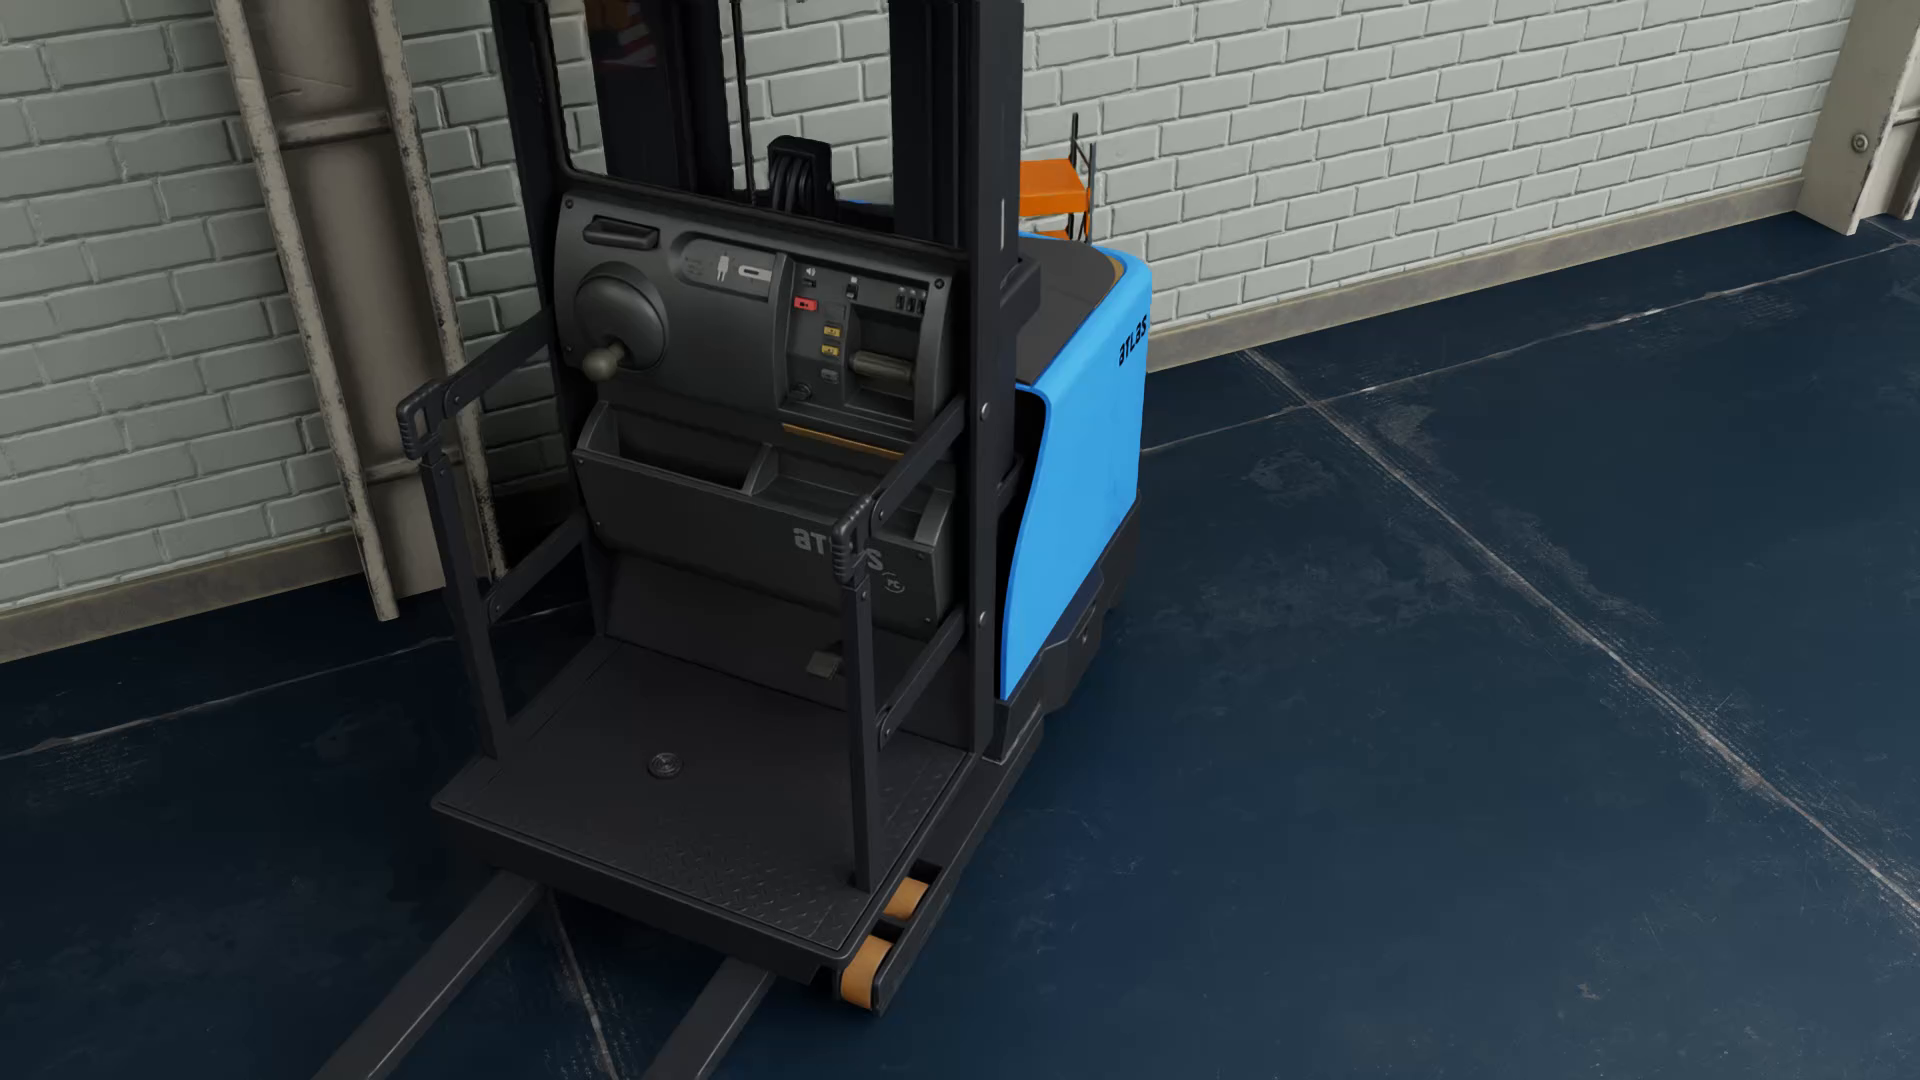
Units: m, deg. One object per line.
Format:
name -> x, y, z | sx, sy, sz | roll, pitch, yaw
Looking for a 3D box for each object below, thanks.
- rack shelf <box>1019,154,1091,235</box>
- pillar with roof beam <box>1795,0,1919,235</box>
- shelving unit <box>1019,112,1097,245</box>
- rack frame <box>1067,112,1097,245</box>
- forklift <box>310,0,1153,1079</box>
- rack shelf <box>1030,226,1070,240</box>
rack shelf -> 0.123, -1.010, 4.945 | 0.480, 0.148, 0.258 | -6, 37, -8
pillar with roof beam -> 5.657, -2.701, 1.338 | 0.400, 9.000, 9.100 | -16, 39, -20
shelving unit -> 0.123, -0.694, 5.179 | 0.503, 1.200, 0.258 | -6, 37, -8
rack frame -> 0.363, -0.721, 5.215 | 0.015, 1.200, 0.240 | -6, 37, -8
forklift -> -0.538, -0.403, 3.334 | 1.130, 2.935, 3.031 | 15, 39, 20
rack shelf -> 0.123, -0.820, 5.086 | 0.480, 0.148, 0.258 | -6, 37, -8
